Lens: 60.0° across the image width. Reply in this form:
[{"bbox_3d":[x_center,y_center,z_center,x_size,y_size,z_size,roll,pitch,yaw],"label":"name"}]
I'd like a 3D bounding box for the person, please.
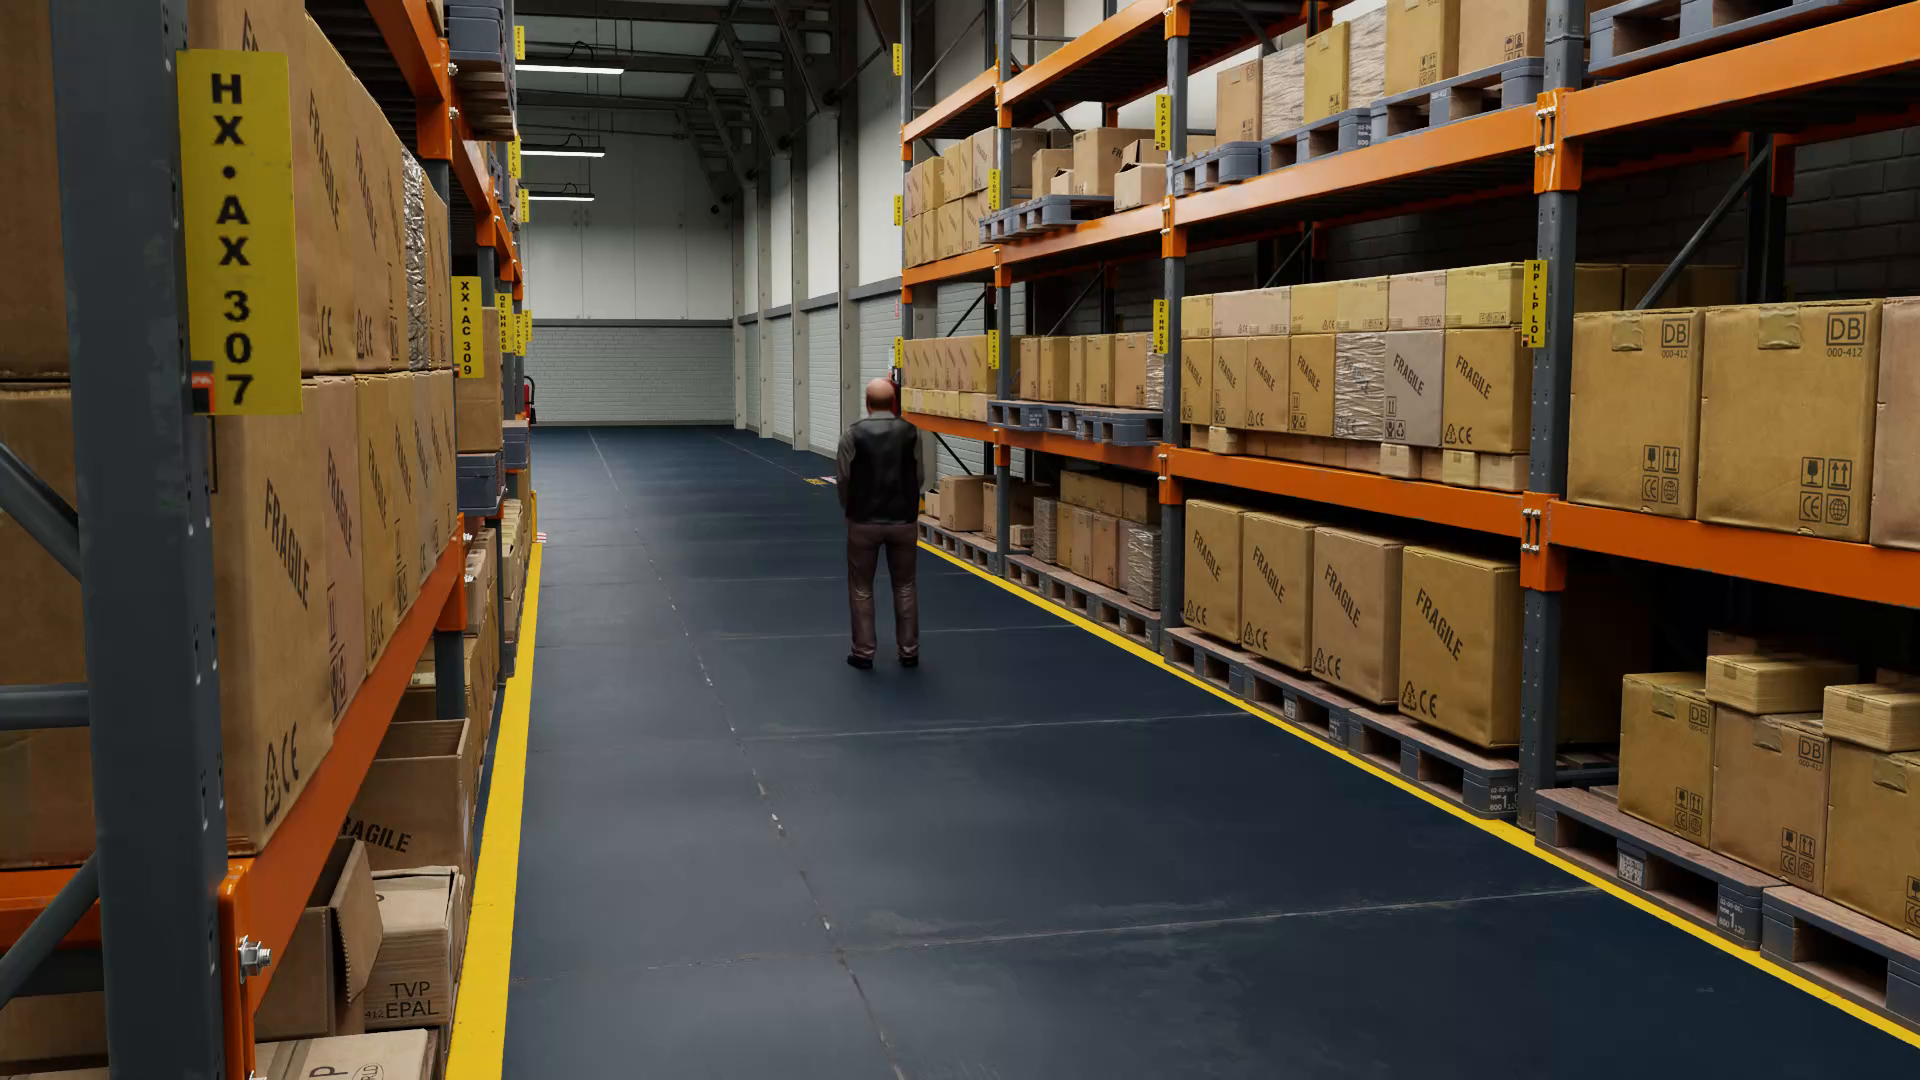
[{"bbox_3d":[-0.481,-0.103,9.993,0.544,1.728,0.482,-2,6,-15],"label":"person"}]
